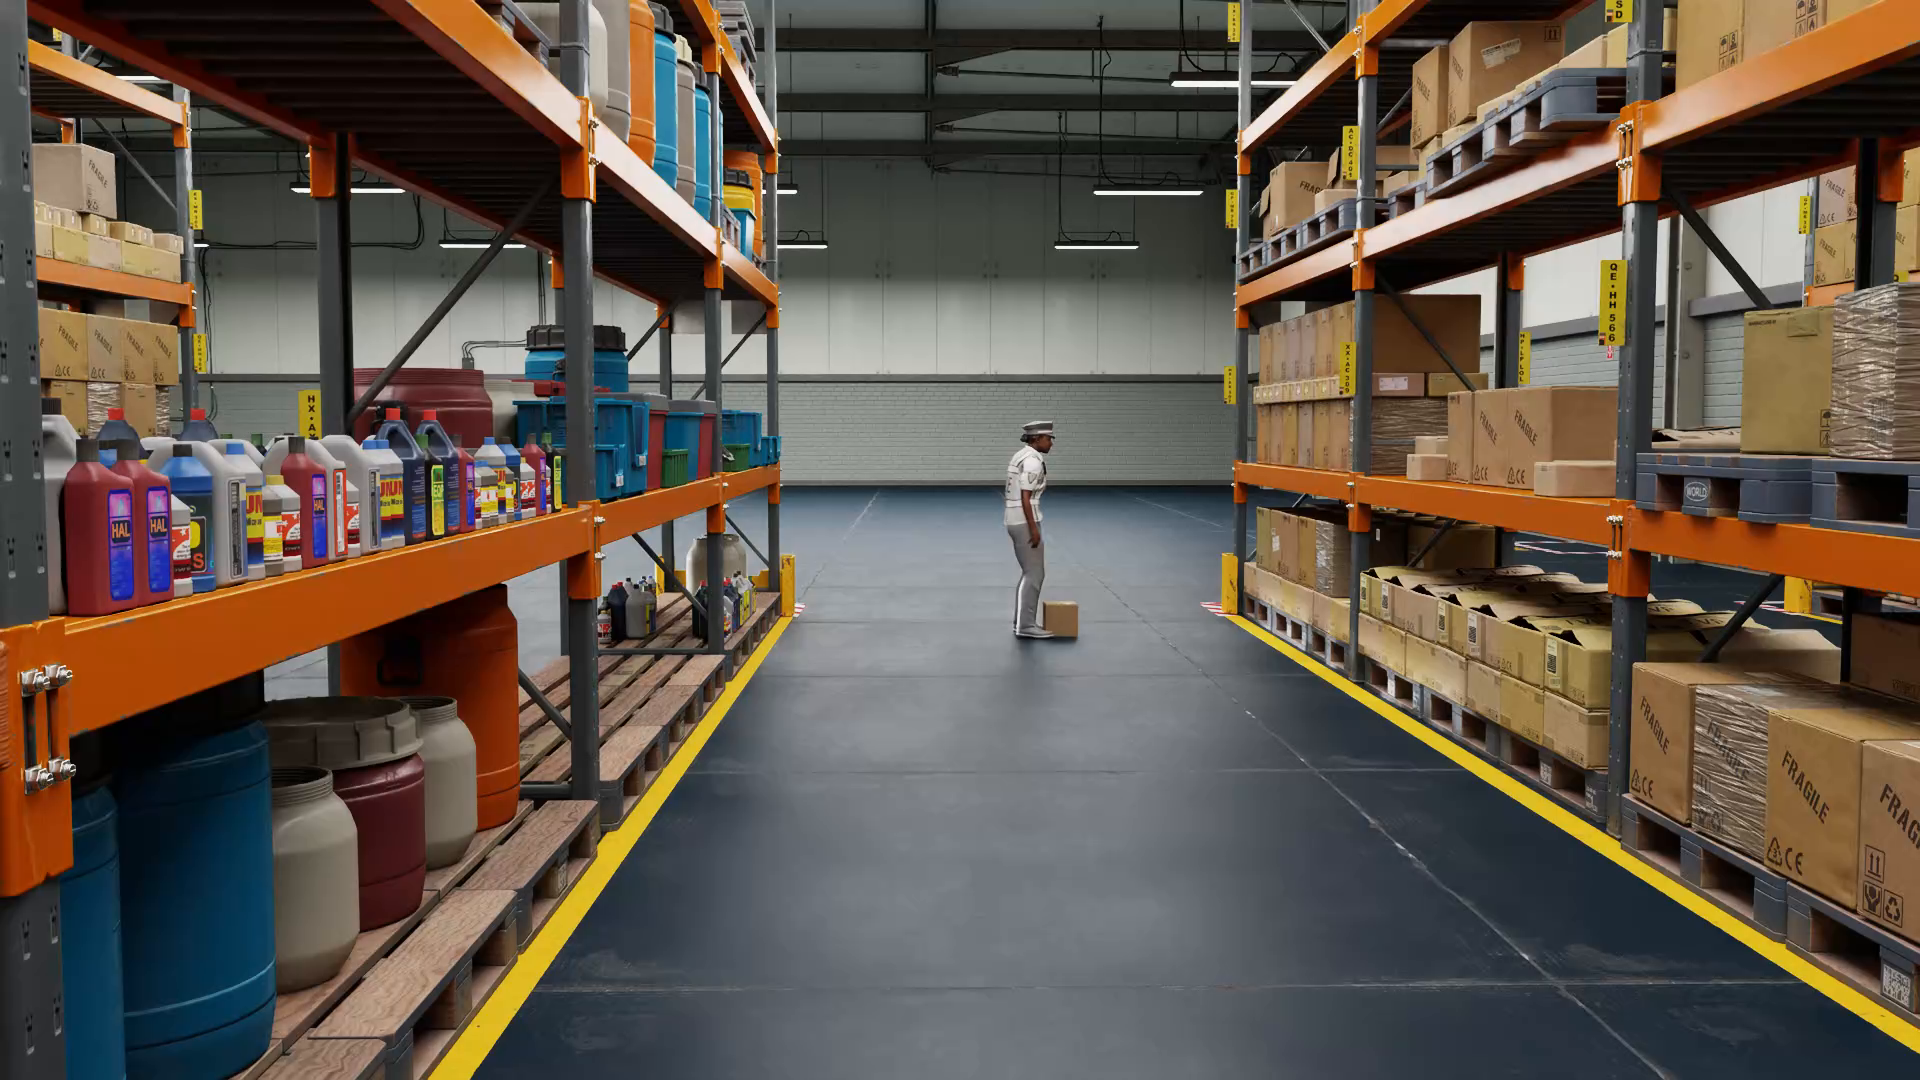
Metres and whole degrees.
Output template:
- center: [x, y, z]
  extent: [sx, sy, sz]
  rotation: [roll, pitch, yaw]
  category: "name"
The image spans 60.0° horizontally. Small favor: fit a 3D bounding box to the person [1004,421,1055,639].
- center: [0.540, -0.089, 12.831]
  extent: [0.396, 1.656, 0.503]
  rotation: [0, 4, -2]
  category: "person"
